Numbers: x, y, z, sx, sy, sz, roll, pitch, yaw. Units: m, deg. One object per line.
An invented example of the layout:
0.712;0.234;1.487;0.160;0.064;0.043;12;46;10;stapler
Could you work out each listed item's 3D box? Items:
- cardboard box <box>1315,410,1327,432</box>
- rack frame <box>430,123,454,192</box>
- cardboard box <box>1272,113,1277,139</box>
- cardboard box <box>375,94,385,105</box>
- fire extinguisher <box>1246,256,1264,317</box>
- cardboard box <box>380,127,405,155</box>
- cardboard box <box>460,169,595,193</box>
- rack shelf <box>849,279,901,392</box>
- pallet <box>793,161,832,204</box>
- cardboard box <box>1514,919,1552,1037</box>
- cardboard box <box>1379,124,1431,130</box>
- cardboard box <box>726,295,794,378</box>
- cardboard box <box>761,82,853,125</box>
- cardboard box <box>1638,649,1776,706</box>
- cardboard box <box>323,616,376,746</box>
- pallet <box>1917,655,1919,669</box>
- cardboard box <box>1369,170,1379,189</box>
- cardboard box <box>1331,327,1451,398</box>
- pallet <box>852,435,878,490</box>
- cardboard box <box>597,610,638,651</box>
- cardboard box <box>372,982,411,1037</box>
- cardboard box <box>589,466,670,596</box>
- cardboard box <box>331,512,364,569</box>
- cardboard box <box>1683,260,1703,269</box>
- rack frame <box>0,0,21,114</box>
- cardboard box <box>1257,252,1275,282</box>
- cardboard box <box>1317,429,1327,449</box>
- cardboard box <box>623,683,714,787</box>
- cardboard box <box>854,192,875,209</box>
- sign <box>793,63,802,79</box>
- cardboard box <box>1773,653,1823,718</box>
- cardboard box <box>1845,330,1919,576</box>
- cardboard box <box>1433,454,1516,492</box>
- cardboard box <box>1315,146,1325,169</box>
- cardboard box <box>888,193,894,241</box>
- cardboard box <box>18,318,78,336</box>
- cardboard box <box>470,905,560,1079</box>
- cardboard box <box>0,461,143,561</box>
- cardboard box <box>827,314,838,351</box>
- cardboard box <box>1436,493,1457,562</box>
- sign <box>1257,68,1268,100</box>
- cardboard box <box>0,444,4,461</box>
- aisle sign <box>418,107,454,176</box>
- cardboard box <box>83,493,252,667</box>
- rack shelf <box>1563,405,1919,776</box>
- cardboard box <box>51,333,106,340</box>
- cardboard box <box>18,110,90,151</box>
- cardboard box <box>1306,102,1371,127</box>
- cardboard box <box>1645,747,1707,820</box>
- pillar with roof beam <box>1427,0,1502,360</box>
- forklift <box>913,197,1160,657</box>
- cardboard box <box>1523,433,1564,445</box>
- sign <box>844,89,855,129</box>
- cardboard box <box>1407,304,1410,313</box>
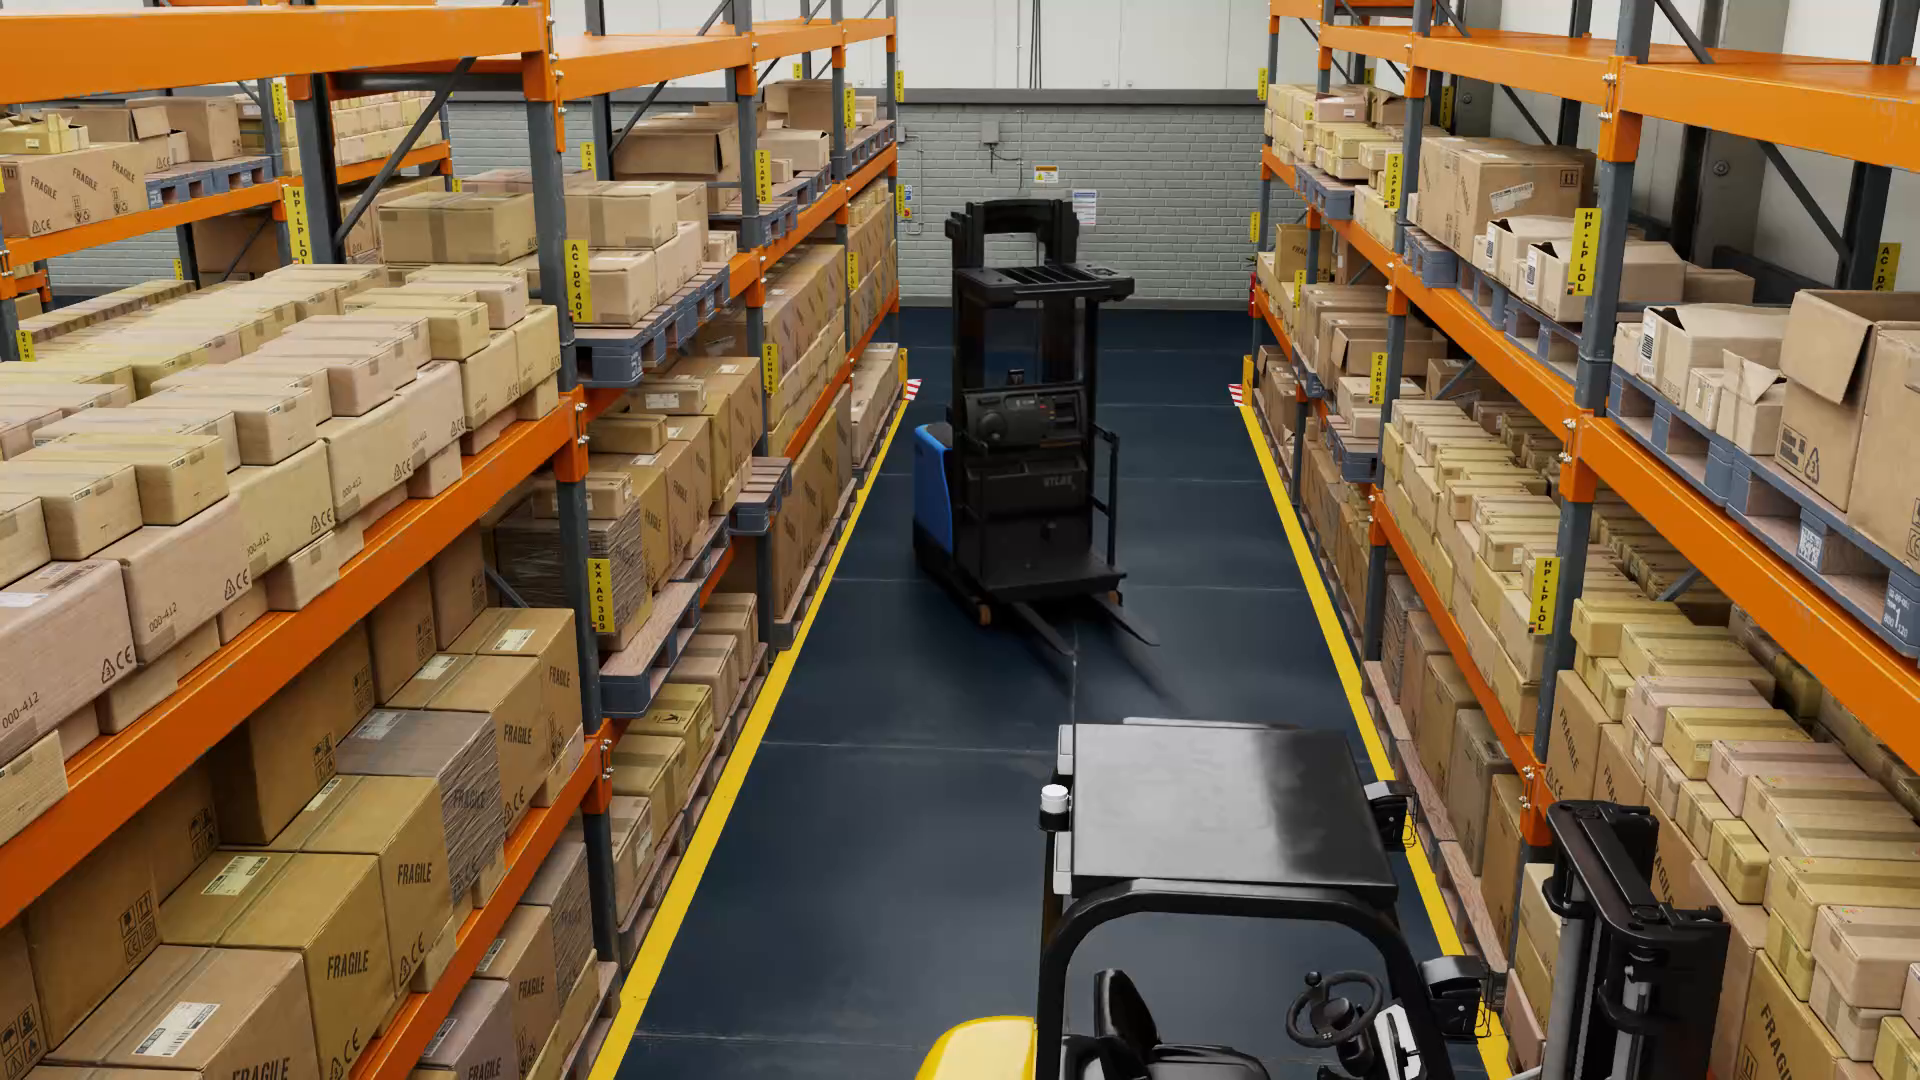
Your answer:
3.206;-1.013;14.017;0.380;0.149;0.250;0;18;1;cardboard box
-6.141;-3.170;18.779;1.000;3.000;0.127;1;18;4;rack frame
3.434;-4.186;16.828;0.500;0.250;0.500;2;18;5;cardboard box
-5.995;-4.444;16.648;0.380;0.149;0.250;2;18;5;cardboard box
3.304;-2.823;18.444;0.296;0.674;0.183;1;18;4;fire extinguisher
-5.988;-4.064;16.933;0.500;0.250;0.500;2;18;6;cardboard box
-2.091;-1.655;8.103;0.500;0.250;0.500;2;18;5;cardboard box
-1.340;-2.127;16.754;1.077;0.370;4.000;1;18;4;rack shelf
-1.500;-2.897;13.436;0.805;0.209;1.217;1;18;2;pallet
2.552;1.759;6.676;0.500;0.250;0.500;1;18;4;cardboard box
3.567;-3.257;13.319;0.380;0.149;0.250;1;18;4;cardboard box
-1.465;-1.430;11.705;0.500;0.500;0.500;1;18;4;cardboard box
-1.419;-3.989;15.462;0.797;0.503;0.637;3;18;8;cardboard box
2.638;0.504;5.888;0.380;0.149;0.250;1;18;3;cardboard box
-2.426;0.418;5.587;0.700;0.500;0.500;1;18;3;cardboard box
2.684;0.386;3.252;1.003;0.211;1.213;1;18;4;pallet
3.085;-2.554;11.685;0.380;0.149;0.250;2;18;6;cardboard box
3.114;-1.256;12.098;0.797;0.503;0.637;1;18;3;cardboard box
-1.351;-0.757;15.896;1.003;0.211;1.213;1;18;4;pallet
-1.702;0.392;7.639;0.380;0.149;0.250;2;18;5;cardboard box
-1.952;1.414;5.193;0.380;0.149;0.250;1;18;2;cardboard box
-1.702;-0.047;7.936;0.500;0.500;0.500;1;18;4;cardboard box
-1.929;-0.007;4.714;0.380;0.149;0.250;1;18;2;cardboard box
3.049;-1.147;7.357;0.380;0.149;0.250;1;18;4;cardboard box
-11.081;-6.163;18.278;1.000;3.000;0.127;1;18;4;rack frame
3.453;-2.916;17.768;0.500;0.250;0.500;1;18;4;cardboard box
3.234;-0.865;14.045;0.380;0.149;0.250;1;18;2;cardboard box
-1.925;1.083;9.345;0.950;0.372;0.625;2;18;6;cardboard box
-1.059;-3.408;16.698;0.380;0.149;0.250;2;18;5;cardboard box
-1.750;-4.983;17.965;0.100;0.325;0.005;1;18;4;sign
3.108;0.514;5.856;0.380;0.149;0.250;1;18;3;cardboard box
2.570;-0.190;3.874;0.700;0.500;0.500;1;18;4;cardboard box
2.782;-0.358;8.997;0.380;0.149;0.250;2;18;5;cardboard box
2.973;-2.971;12.923;0.380;0.149;0.250;2;18;5;cardboard box
-0.994;-3.458;17.893;0.500;0.500;0.500;2;18;6;cardboard box
-7.042;-1.612;12.798;0.380;0.149;0.250;2;18;7;cardboard box
-1.866;1.735;6.348;0.500;0.500;0.500;2;18;5;cardboard box
-2.033;-0.067;3.616;0.380;0.149;0.250;1;18;4;cardboard box
-1.301;-1.717;13.783;0.500;0.250;0.500;2;18;5;cardboard box
2.802;-0.053;8.706;0.500;0.250;0.500;2;18;5;cardboard box
3.213;-4.834;17.636;0.100;0.325;0.005;1;18;4;sign
-2.487;-0.154;3.882;0.380;0.149;0.250;1;18;4;cardboard box
-5.837;-4.421;18.423;0.394;0.787;0.004;1;18;4;aisle sign
-1.996;0.077;3.817;0.500;0.250;0.500;1;18;3;cardboard box
2.751;0.284;4.578;1.077;0.370;4.000;1;18;4;rack shelf
-6.430;-1.429;12.240;0.380;0.149;0.250;1;18;2;cardboard box
-6.395;-2.881;11.692;0.396;0.266;0.258;1;18;4;cardboard box
3.264;-3.634;14.338;0.500;0.250;0.500;1;18;4;cardboard box
2.489;0.802;5.456;0.380;0.149;0.250;1;18;3;cardboard box
0.123;-4.882;14.369;9.100;9.000;0.400;1;18;4;pillar with roof beam
0.554;-0.902;11.969;1.130;2.935;3.031;-6;19;-17;forklift
3.425;-0.506;9.447;0.380;0.149;0.250;1;18;3;cardboard box
-0.941;-3.660;14.122;0.100;0.325;0.005;1;18;4;sign
3.773;-1.956;14.840;0.500;0.250;0.500;1;18;3;cardboard box
